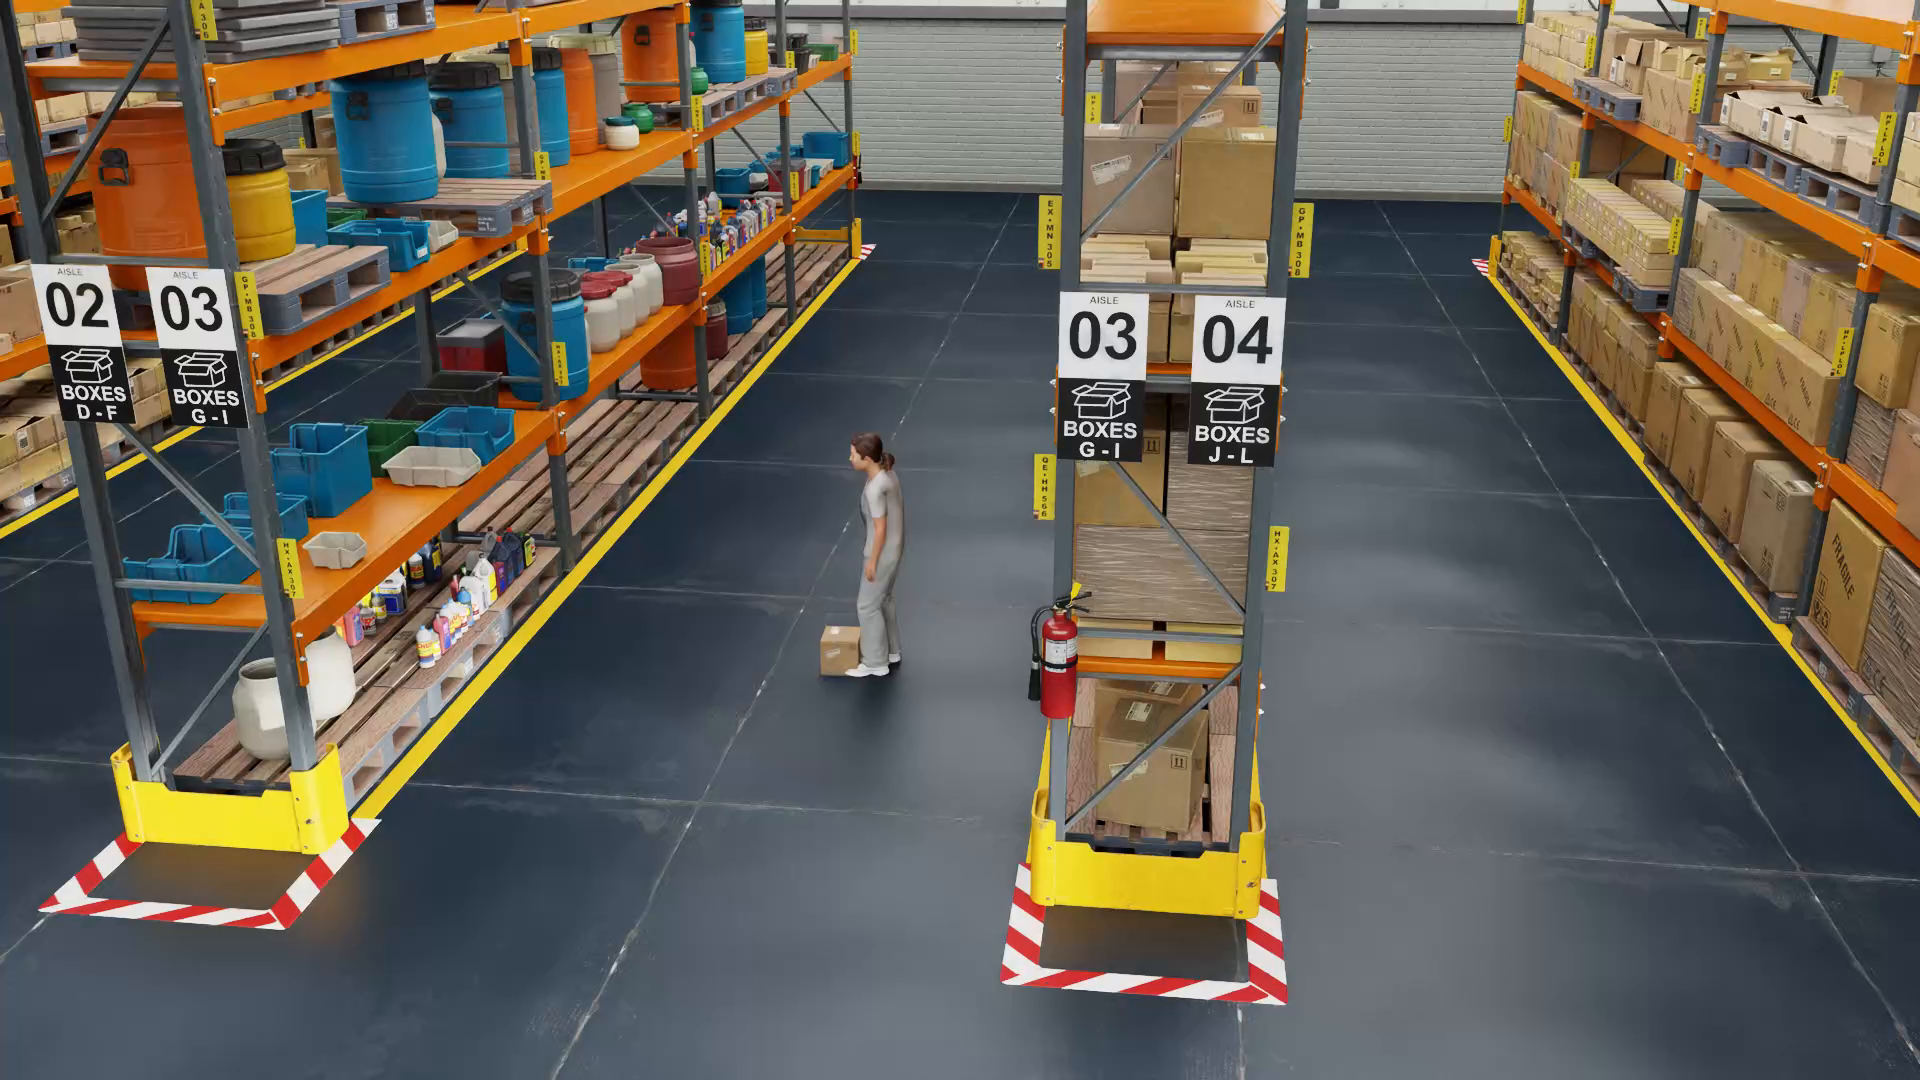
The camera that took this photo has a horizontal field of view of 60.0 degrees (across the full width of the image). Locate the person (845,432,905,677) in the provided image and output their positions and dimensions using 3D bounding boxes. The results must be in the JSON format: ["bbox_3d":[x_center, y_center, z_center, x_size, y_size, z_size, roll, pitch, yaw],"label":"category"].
[{"bbox_3d":[-0.566,0.086,10.866,0.416,1.671,0.495,2,21,4],"label":"person"}]
